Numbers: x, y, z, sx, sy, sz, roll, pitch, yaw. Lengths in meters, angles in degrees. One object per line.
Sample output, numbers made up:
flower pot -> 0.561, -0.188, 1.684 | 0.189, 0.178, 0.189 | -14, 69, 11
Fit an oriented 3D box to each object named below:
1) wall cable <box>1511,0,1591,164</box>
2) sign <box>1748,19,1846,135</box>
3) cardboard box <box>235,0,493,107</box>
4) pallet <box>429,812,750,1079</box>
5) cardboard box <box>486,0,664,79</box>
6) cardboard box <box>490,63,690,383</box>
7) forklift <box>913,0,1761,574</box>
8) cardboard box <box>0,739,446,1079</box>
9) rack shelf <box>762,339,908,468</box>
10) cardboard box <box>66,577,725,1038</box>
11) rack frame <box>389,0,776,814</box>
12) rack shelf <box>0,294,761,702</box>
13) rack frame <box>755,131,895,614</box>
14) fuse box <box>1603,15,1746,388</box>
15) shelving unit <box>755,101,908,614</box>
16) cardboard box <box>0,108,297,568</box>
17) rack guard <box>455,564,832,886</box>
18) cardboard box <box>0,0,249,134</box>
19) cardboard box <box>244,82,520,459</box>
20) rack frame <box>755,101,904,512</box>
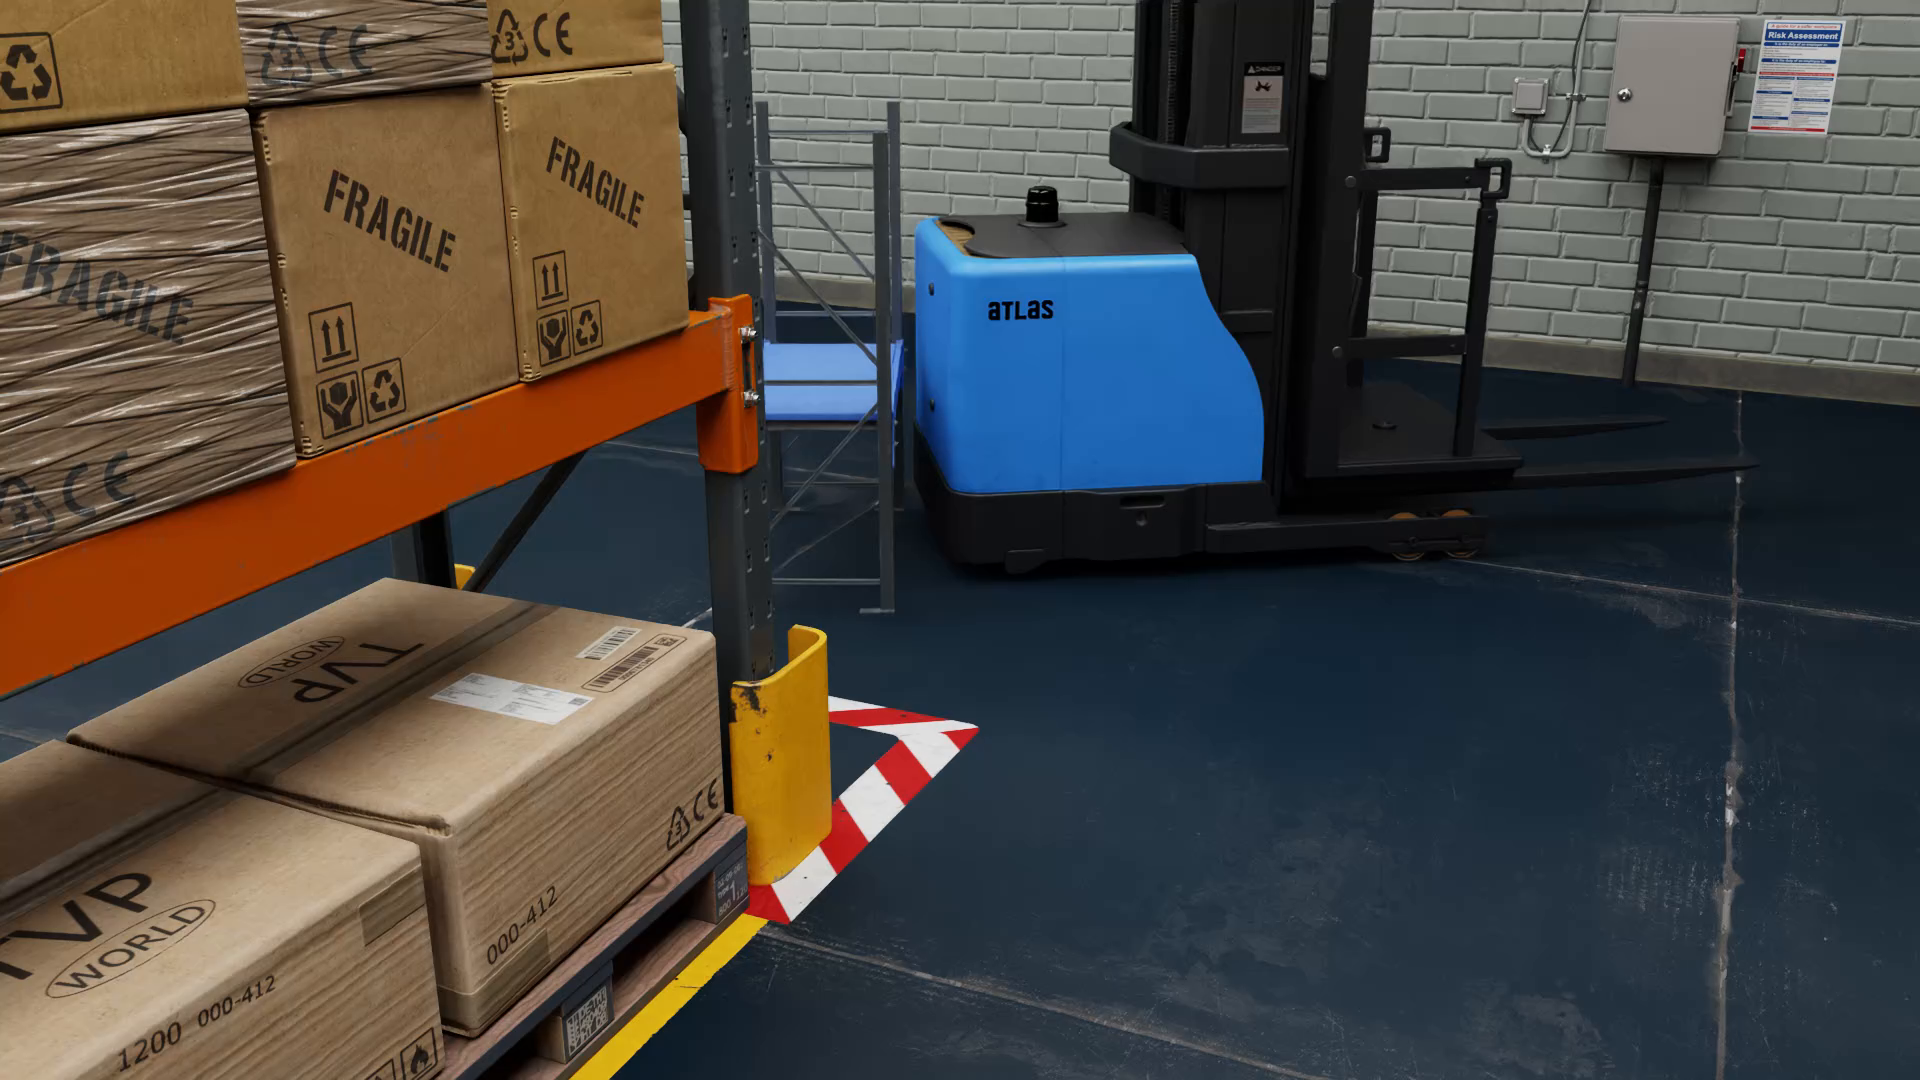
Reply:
wall cable -> 2.686, -2.762, 7.743 | 0.588, 1.984, 0.122 | 9, 21, 23
sign -> 3.779, -2.092, 7.518 | 0.329, 0.494, 0.001 | 9, 21, 23
cardboard box -> -1.068, -0.922, 2.443 | 0.500, 0.500, 0.500 | 9, 21, 23
pallet -> -1.157, 0.821, 3.344 | 1.003, 0.211, 1.213 | 9, 21, 23
cardboard box -> -0.881, -1.086, 2.904 | 0.500, 0.500, 0.500 | 9, 22, 24
cardboard box -> -0.857, -0.611, 3.061 | 0.500, 0.500, 0.500 | 9, 21, 23
forklift -> 1.384, -1.479, 5.754 | 3.031, 2.935, 1.130 | -3, 20, -8
cardboard box -> -1.447, 0.758, 2.558 | 0.875, 0.438, 0.875 | 9, 22, 24
rack shelf -> -0.460, -0.477, 5.608 | 0.538, 0.185, 1.000 | 0, 20, 0
cardboard box -> -1.080, 0.477, 3.348 | 0.875, 0.438, 0.875 | 8, 21, 21
rack frame -> -0.901, -0.748, 3.594 | 1.000, 3.000, 0.127 | 9, 21, 23
rack shelf -> -1.720, 0.203, 1.996 | 1.077, 0.370, 4.000 | 9, 21, 23
rack frame -> -0.460, -0.476, 5.069 | 0.500, 1.500, 0.032 | 0, 20, 0
fuse box -> 3.244, -1.535, 7.730 | 0.539, 1.711, 0.414 | 9, 21, 23
shelving unit -> -0.460, -0.646, 5.548 | 0.538, 1.500, 1.048 | 0, 20, 0
cardboard box -> -1.278, -0.301, 2.189 | 0.500, 0.500, 0.500 | 9, 22, 24
rack guard -> -0.891, 0.423, 4.034 | 1.175, 0.500, 0.348 | 9, 21, 23
cardboard box -> -1.274, -0.771, 2.019 | 0.500, 0.500, 0.500 | 8, 21, 22
cardboard box -> -1.076, -0.460, 2.635 | 0.500, 0.500, 0.500 | 8, 21, 22
rack frame -> -0.461, -0.817, 6.027 | 0.500, 1.500, 0.032 | 0, 20, 0
